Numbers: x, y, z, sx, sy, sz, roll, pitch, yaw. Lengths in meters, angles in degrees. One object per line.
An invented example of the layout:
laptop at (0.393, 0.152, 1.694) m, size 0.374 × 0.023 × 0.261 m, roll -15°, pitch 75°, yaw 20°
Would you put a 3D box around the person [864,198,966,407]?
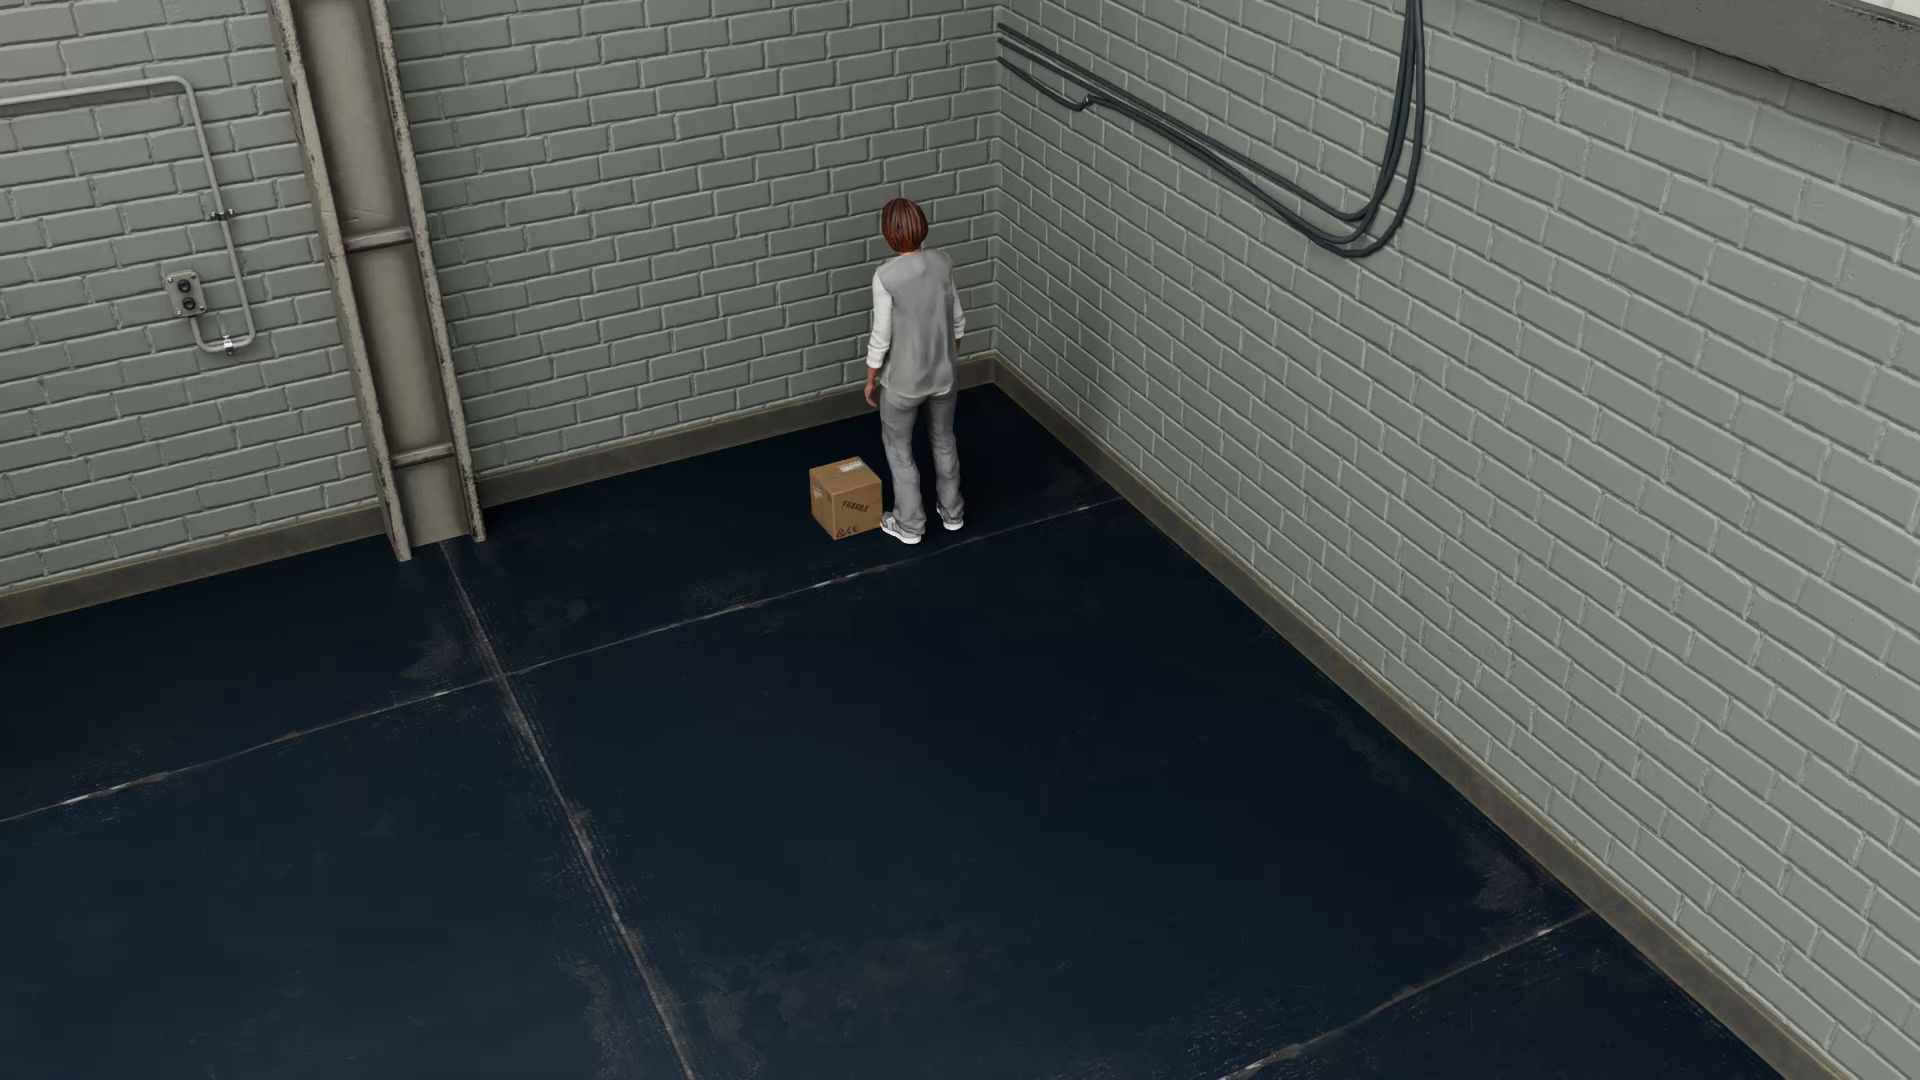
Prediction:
person at (-0.197, -0.995, 7.033) m, size 0.467 × 0.910 × 0.324 m, roll -18°, pitch 37°, yaw -25°
